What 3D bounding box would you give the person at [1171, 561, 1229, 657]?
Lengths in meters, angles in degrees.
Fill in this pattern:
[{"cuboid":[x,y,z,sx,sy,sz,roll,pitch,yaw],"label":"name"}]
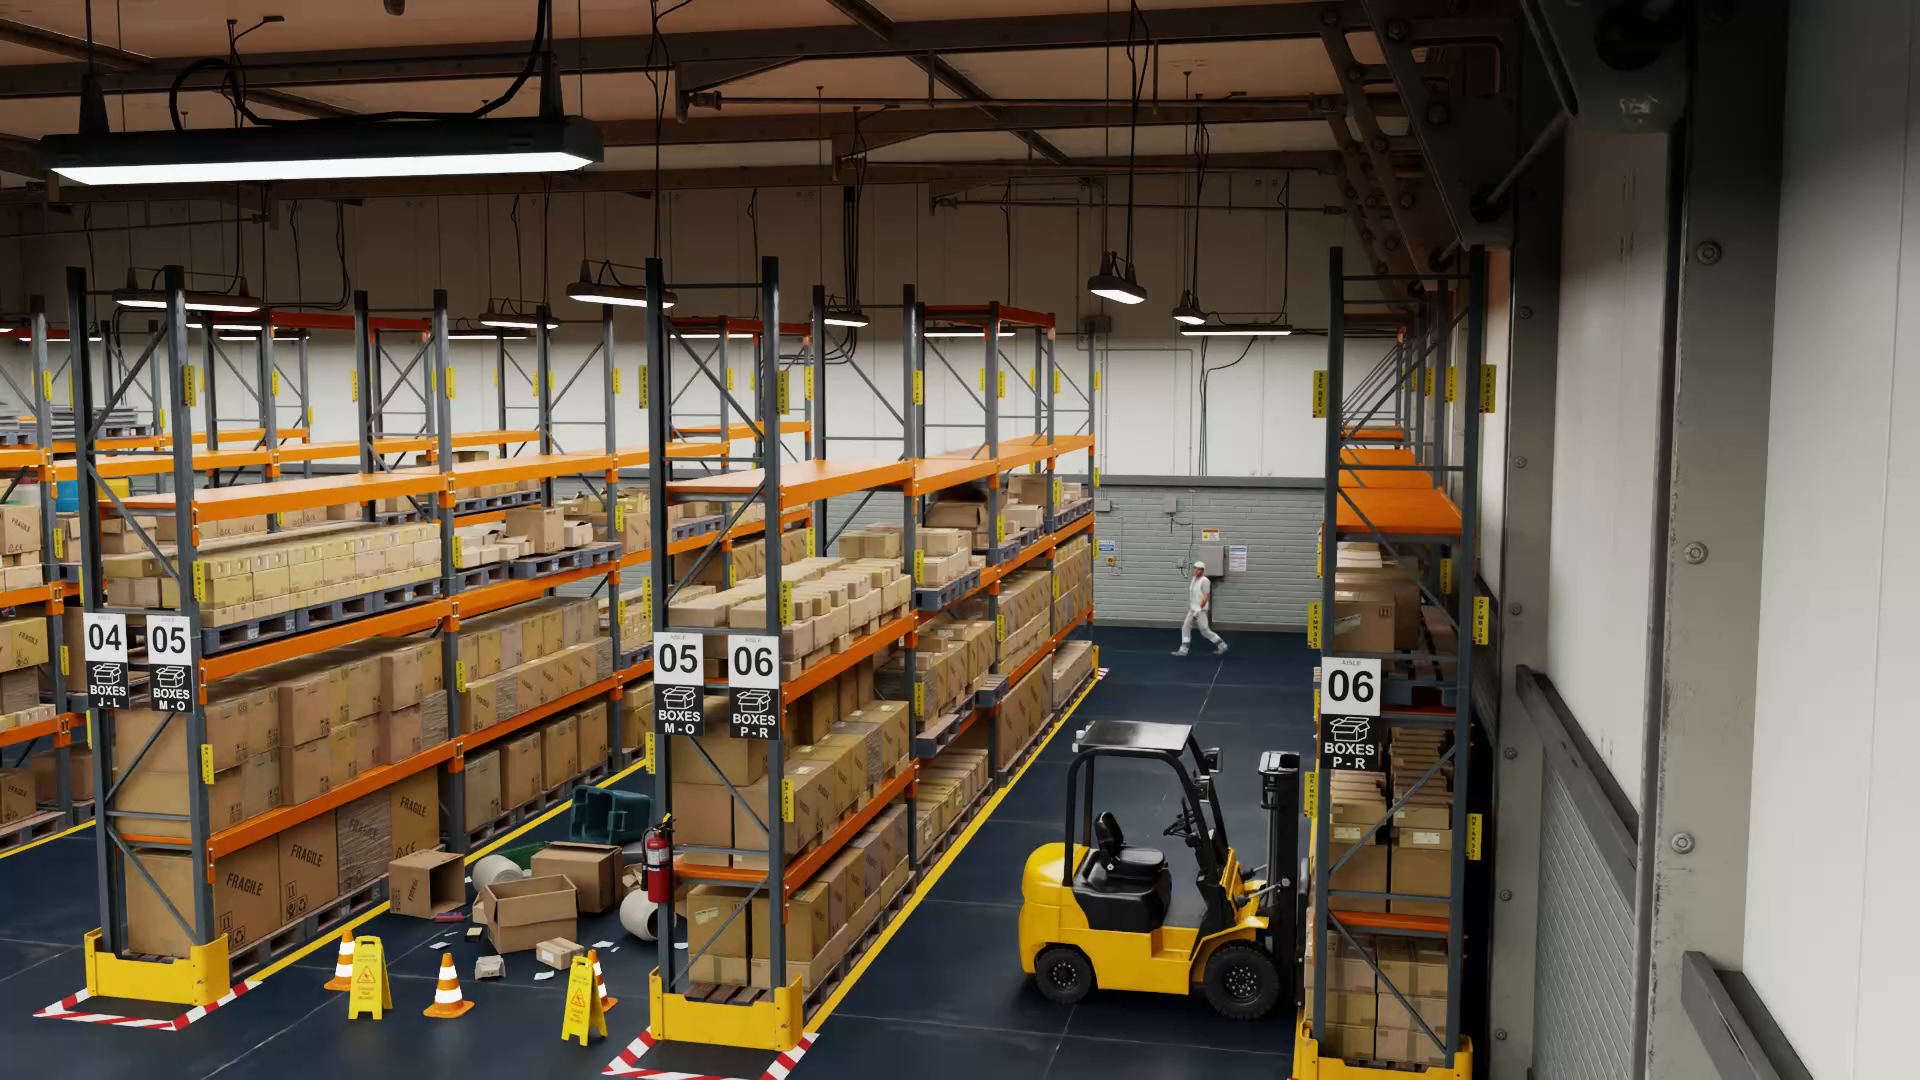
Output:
[{"cuboid":[4.342,1.258,30.070,1.029,1.748,0.614,0,6,1],"label":"person"}]
